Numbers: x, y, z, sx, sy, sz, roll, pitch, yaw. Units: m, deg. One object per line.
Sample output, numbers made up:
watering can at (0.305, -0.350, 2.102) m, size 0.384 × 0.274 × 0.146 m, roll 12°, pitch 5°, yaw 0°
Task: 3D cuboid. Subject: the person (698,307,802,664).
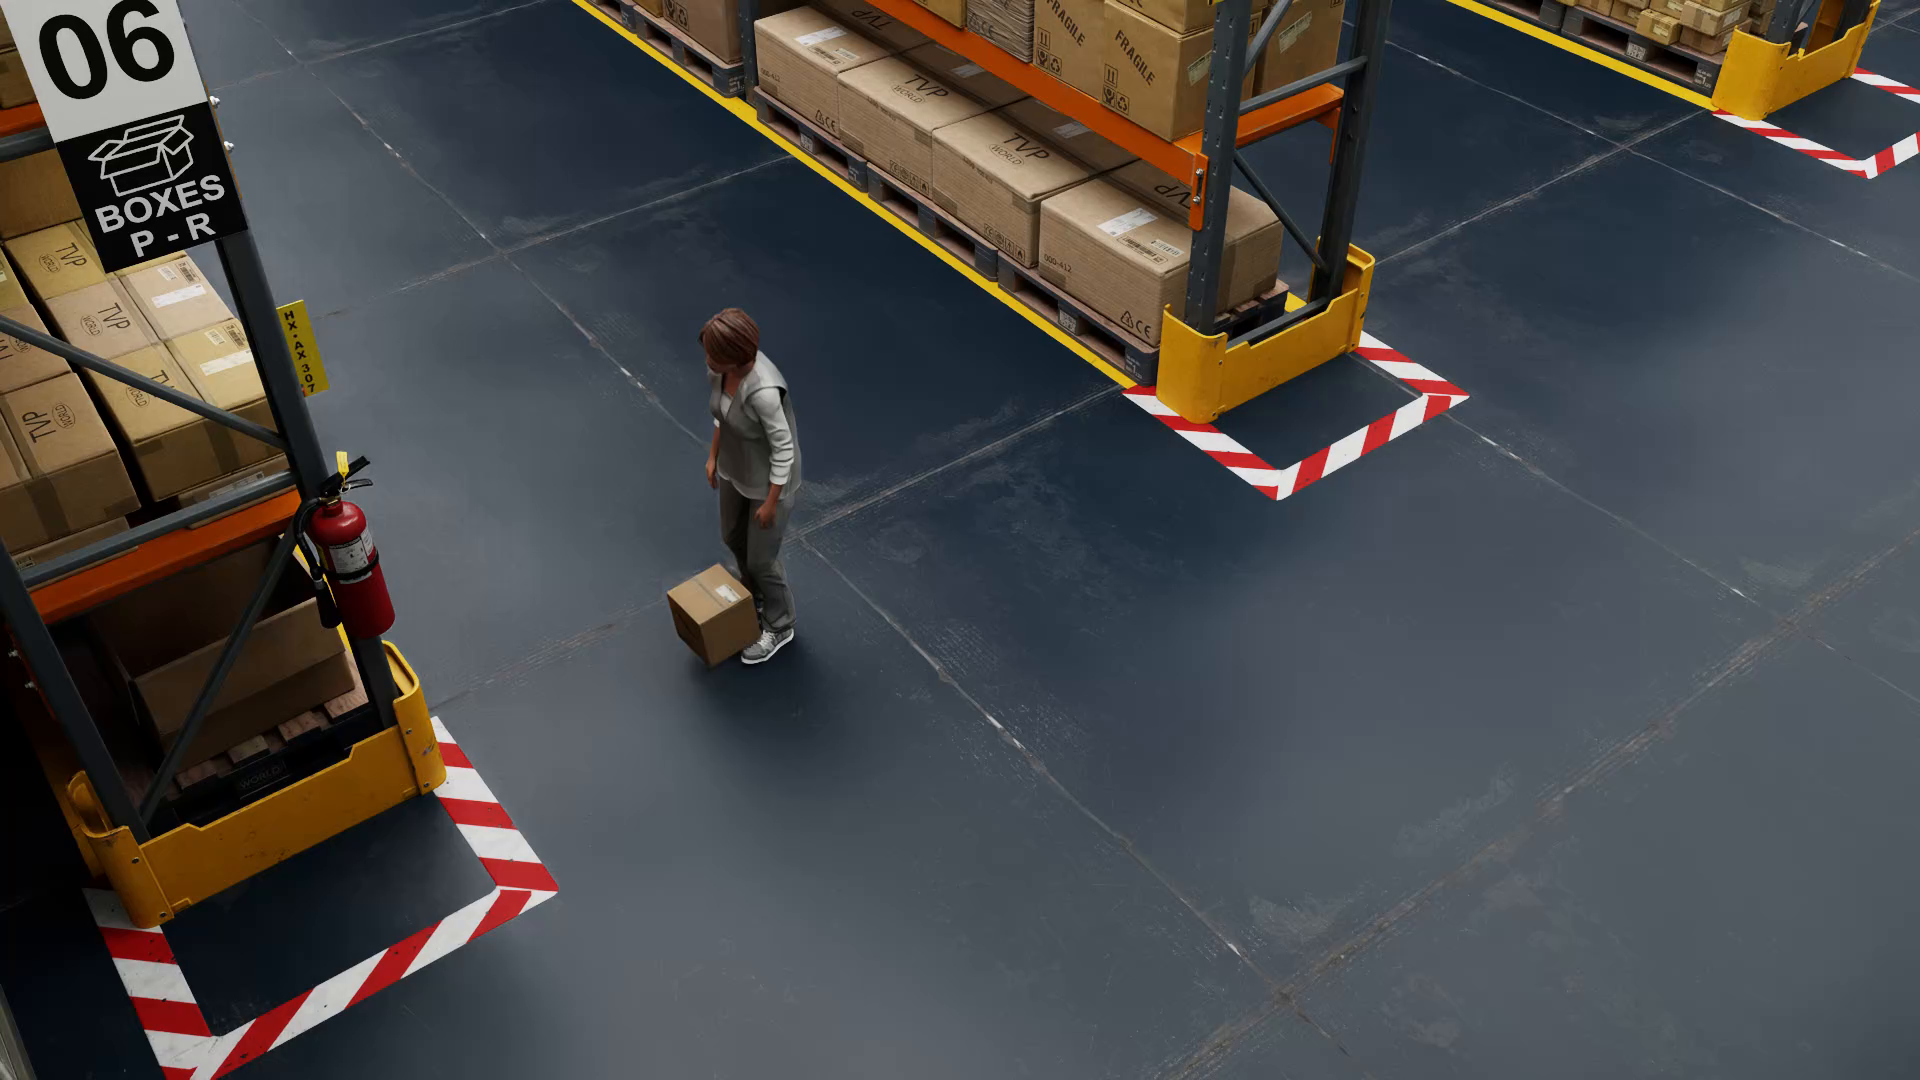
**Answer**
person at (-0.809, -0.220, 6.418) m, size 0.374 × 1.595 × 0.458 m, roll -28°, pitch 48°, yaw -29°
